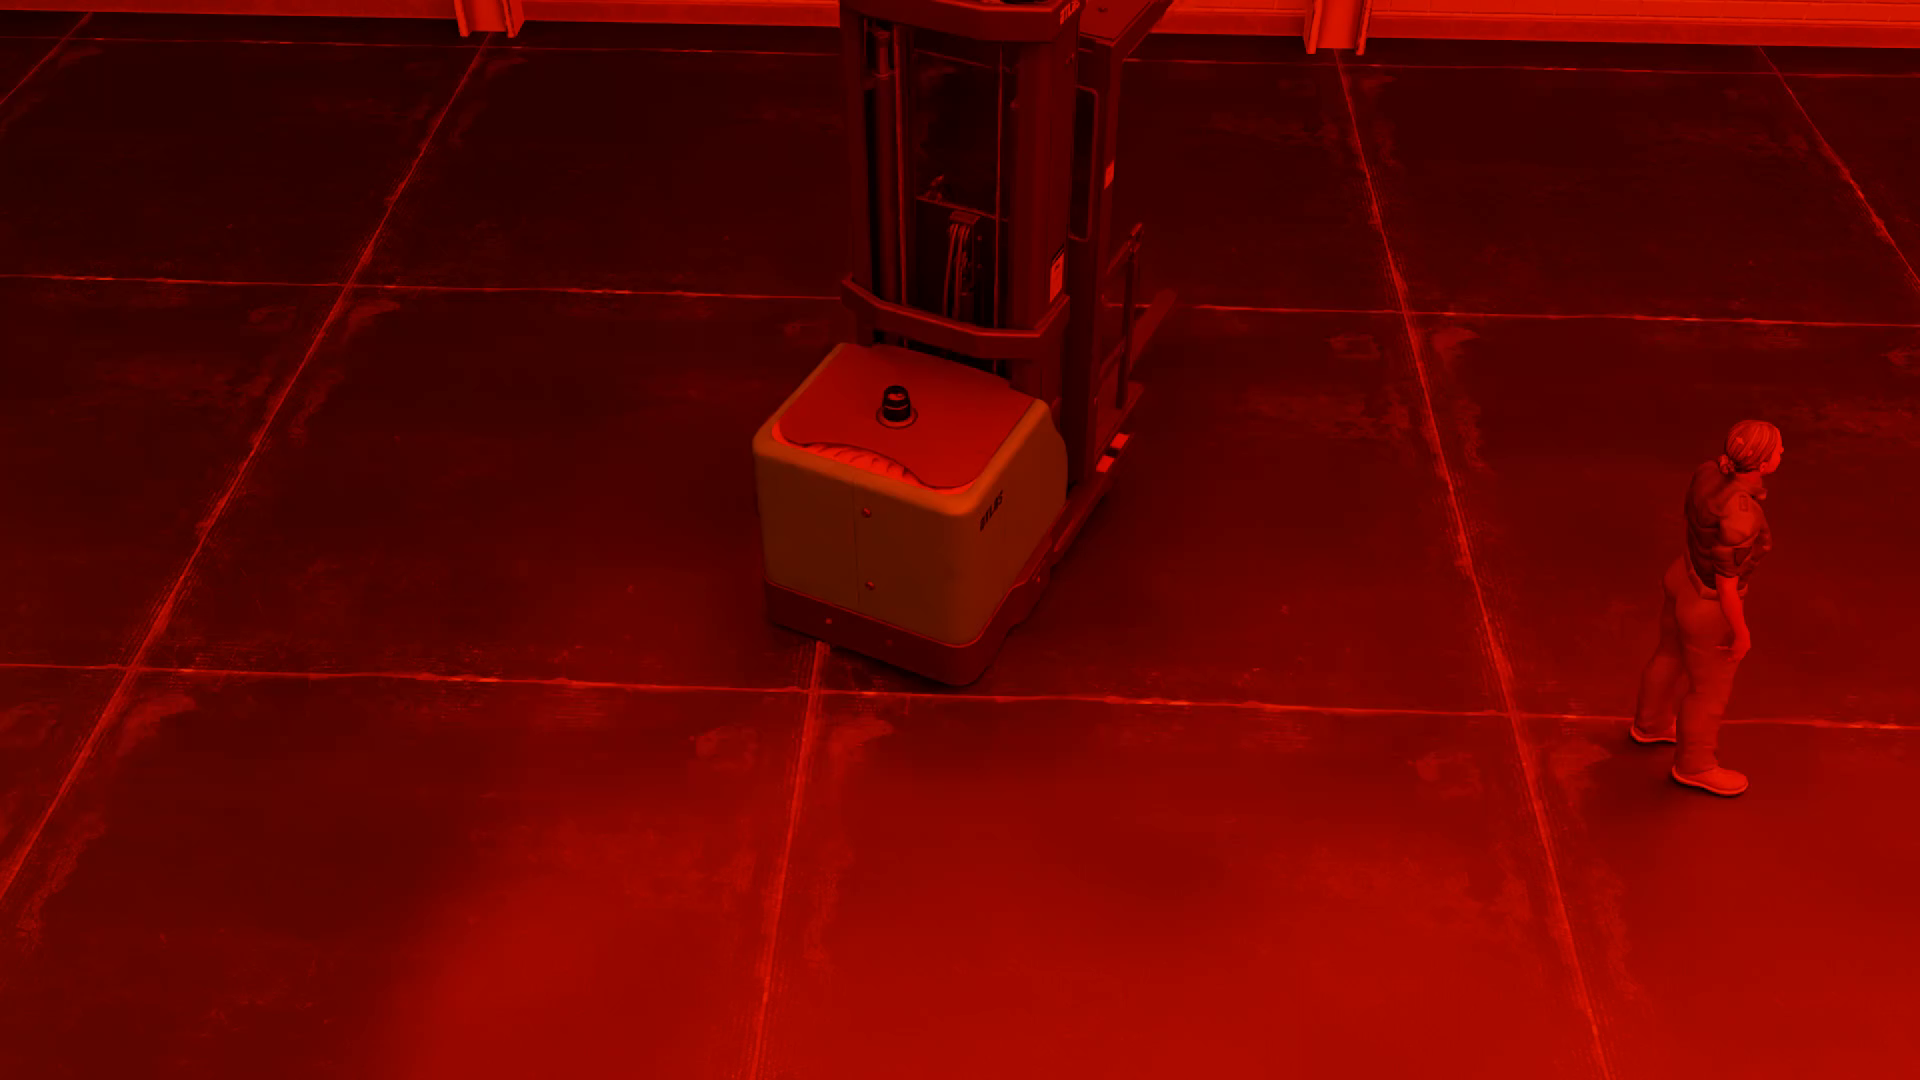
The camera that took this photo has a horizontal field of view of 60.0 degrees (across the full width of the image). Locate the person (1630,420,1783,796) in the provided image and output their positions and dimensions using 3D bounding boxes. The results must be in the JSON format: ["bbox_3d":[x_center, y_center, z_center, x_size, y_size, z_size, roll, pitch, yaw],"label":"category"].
[{"bbox_3d":[2.966,0.238,6.418,0.505,1.654,0.570,1,42,1],"label":"person"}]

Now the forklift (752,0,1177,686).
[{"bbox_3d":[0.224,-1.453,7.334,1.130,2.935,3.031,18,45,19],"label":"forklift"}]
